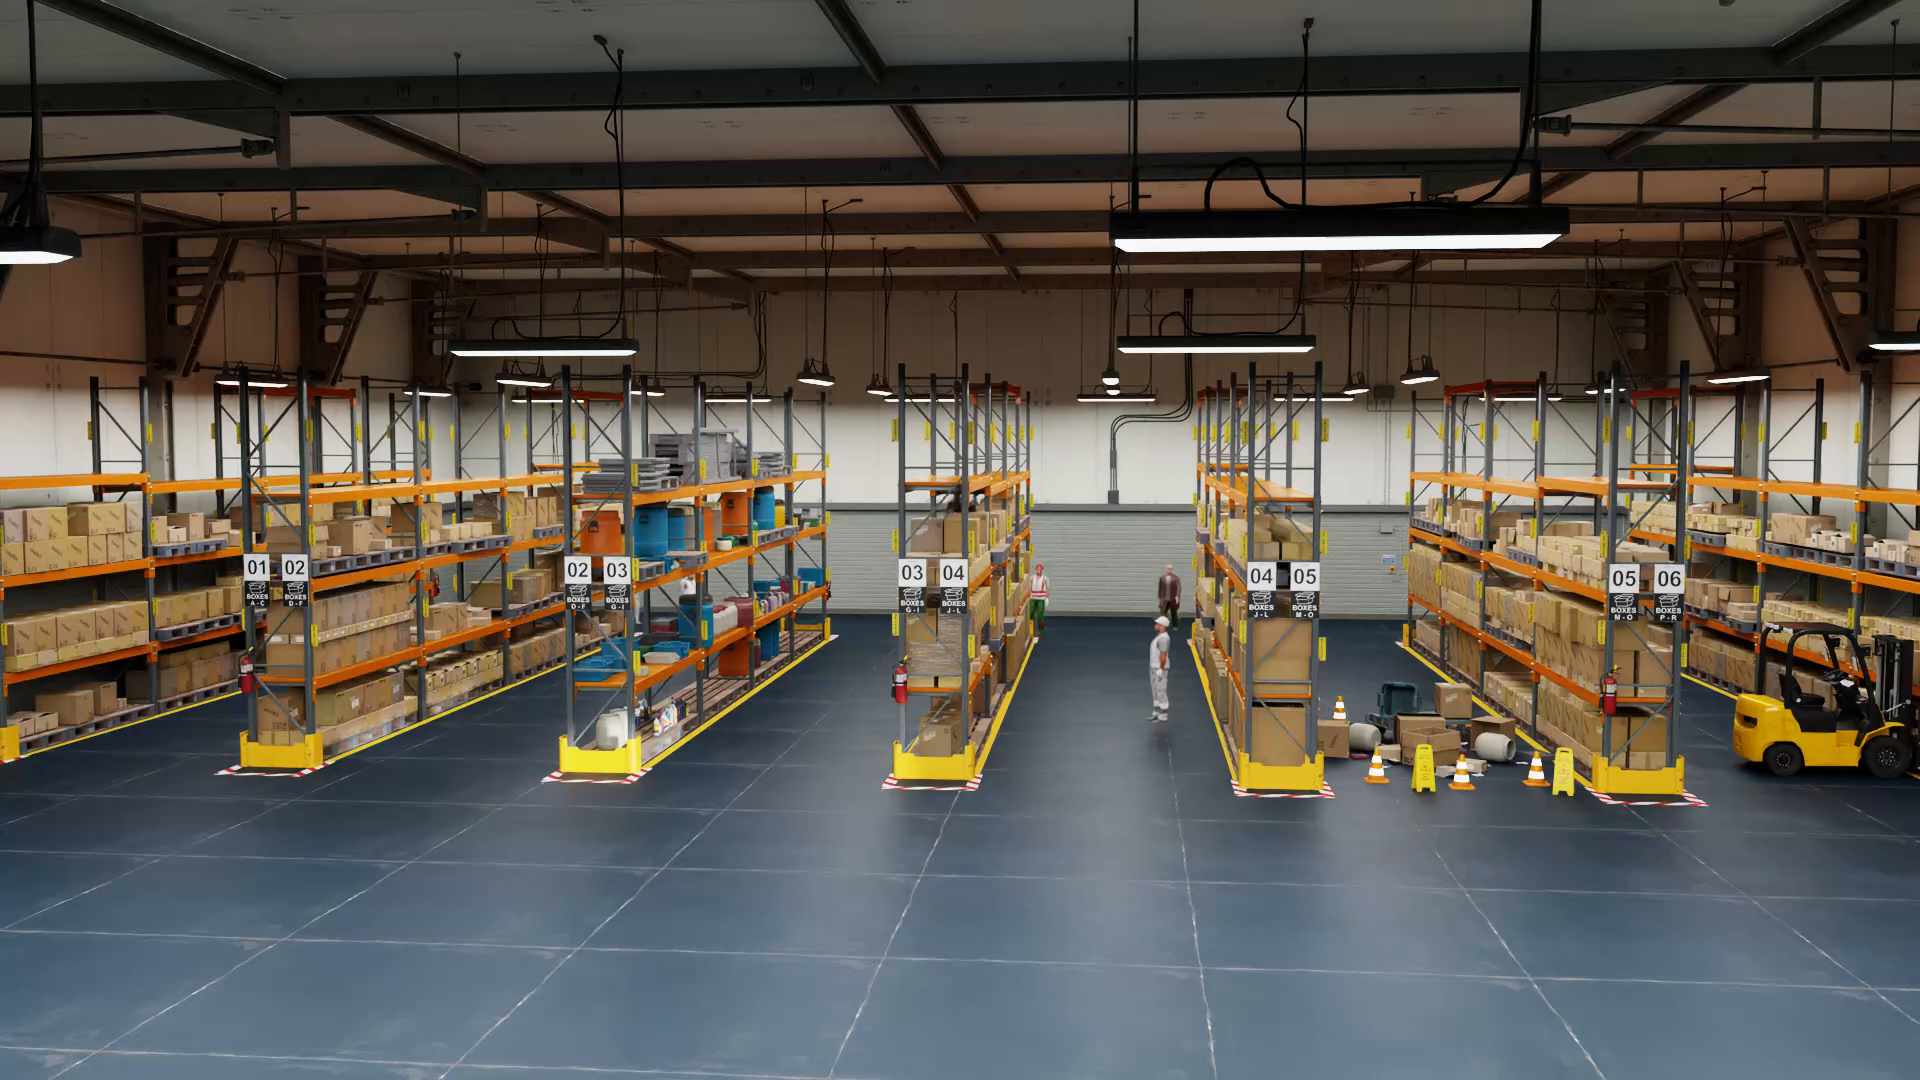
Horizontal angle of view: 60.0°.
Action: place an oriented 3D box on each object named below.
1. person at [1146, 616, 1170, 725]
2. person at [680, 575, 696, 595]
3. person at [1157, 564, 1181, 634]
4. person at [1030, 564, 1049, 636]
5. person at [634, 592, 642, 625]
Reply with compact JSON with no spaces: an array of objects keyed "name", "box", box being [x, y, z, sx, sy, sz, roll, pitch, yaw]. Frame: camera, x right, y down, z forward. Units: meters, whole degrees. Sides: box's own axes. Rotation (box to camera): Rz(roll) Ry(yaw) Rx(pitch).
[{"name":"person","box":[3.328,2.167,27.856,0.399,1.794,0.595,-1,4,-11]},{"name":"person","box":[-6.480,1.530,40.402,0.567,1.774,0.565,1,4,19]},{"name":"person","box":[5.190,1.472,41.320,0.632,1.724,1.135,1,4,20]},{"name":"person","box":[1.920,1.499,41.197,0.560,1.827,0.481,2,4,33]},{"name":"person","box":[-8.598,1.387,43.598,0.519,1.638,0.939,-2,4,-24]}]
